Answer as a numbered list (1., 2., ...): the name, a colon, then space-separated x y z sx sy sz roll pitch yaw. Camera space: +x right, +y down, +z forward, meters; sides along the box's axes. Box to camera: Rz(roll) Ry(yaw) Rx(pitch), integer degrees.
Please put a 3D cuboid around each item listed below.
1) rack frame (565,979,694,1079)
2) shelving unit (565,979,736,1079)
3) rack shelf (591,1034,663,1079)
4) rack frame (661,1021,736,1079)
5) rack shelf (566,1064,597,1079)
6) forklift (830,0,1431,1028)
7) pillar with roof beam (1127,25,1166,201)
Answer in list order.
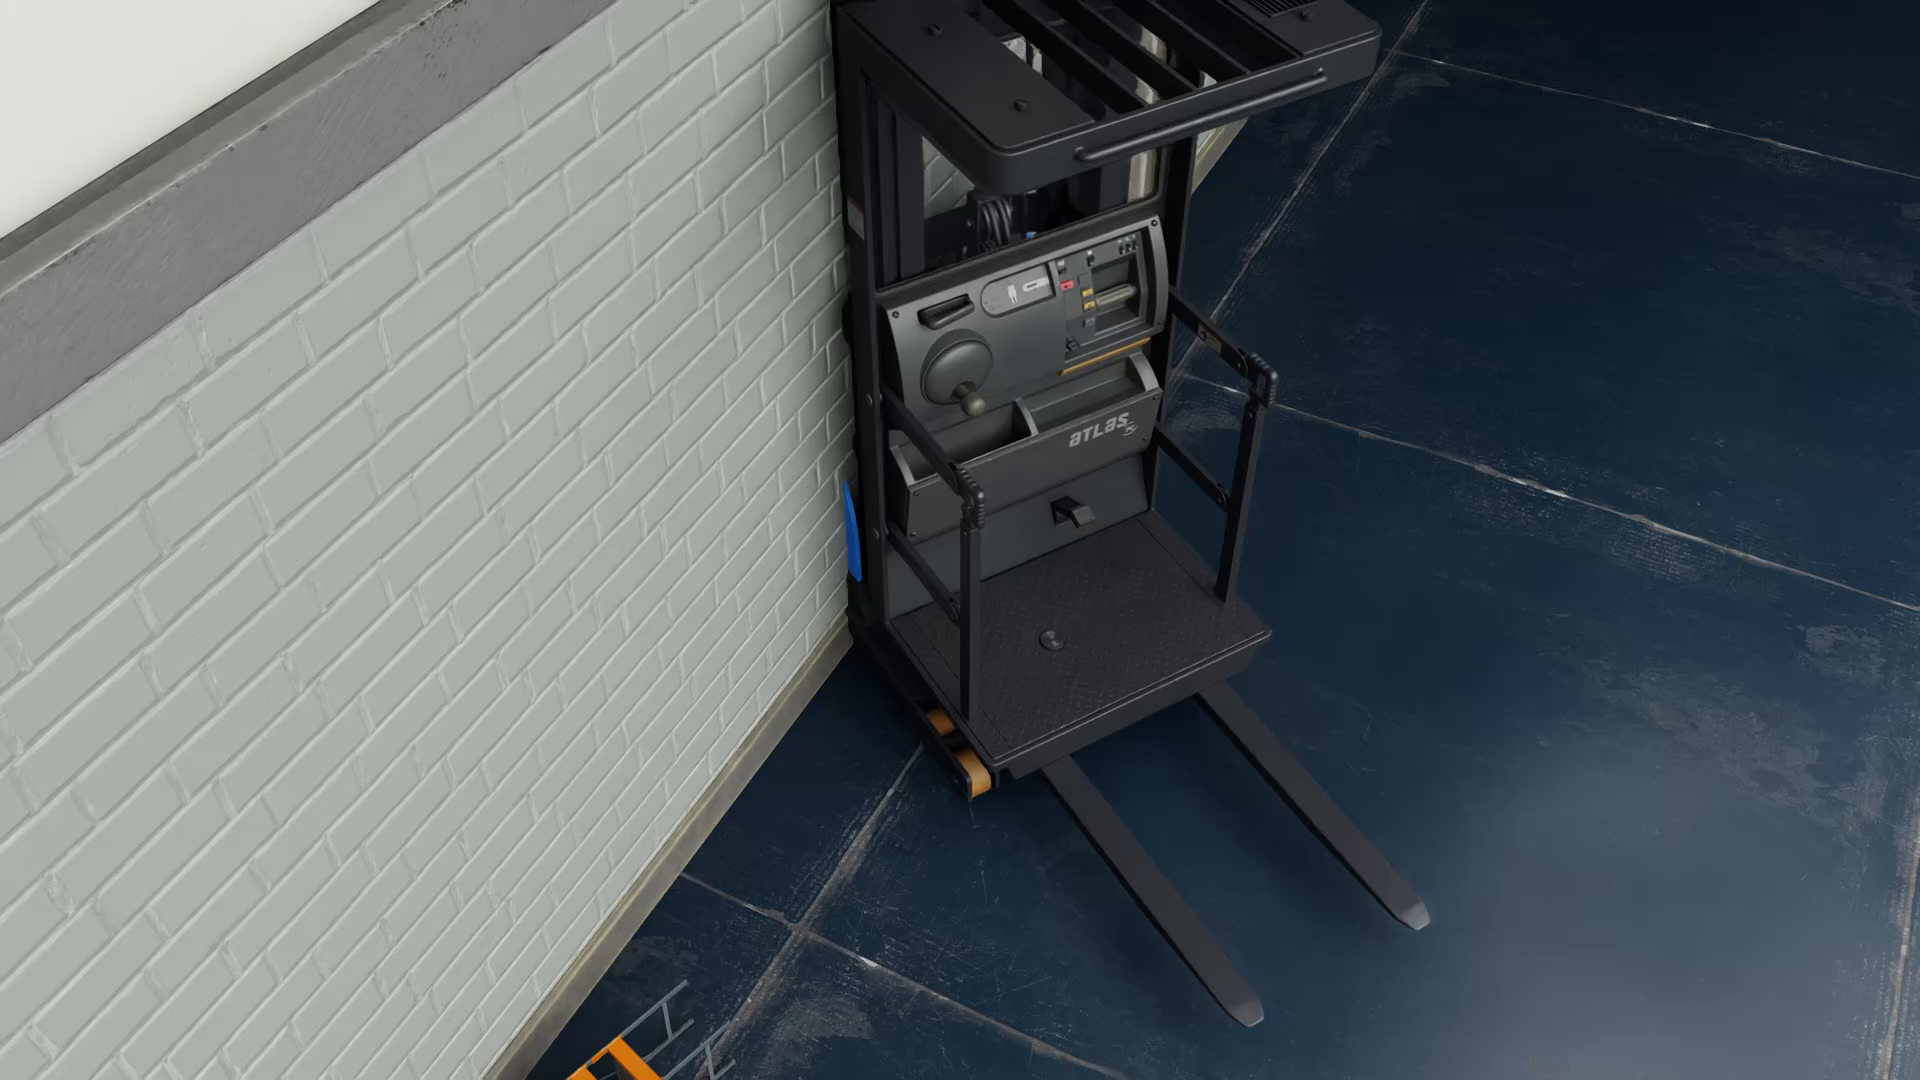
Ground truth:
1. rack frame: -1.184 1.623 4.447 0.006 0.240 1.200 35 53 28
2. shelving unit: -1.118 1.669 4.404 0.189 0.258 1.200 35 53 28
3. rack shelf: -0.902 1.510 4.571 0.180 0.258 0.103 35 53 28
4. rack frame: -1.051 1.715 4.362 0.006 0.240 1.200 35 53 28
5. rack shelf: -0.984 1.571 4.508 0.180 0.258 0.103 35 53 28
6. forklift: 0.321 -0.572 4.755 1.130 2.935 3.031 -23 50 -21
7. pillar with roof beam: 4.432 -2.549 2.442 9.100 9.000 0.400 20 49 19
